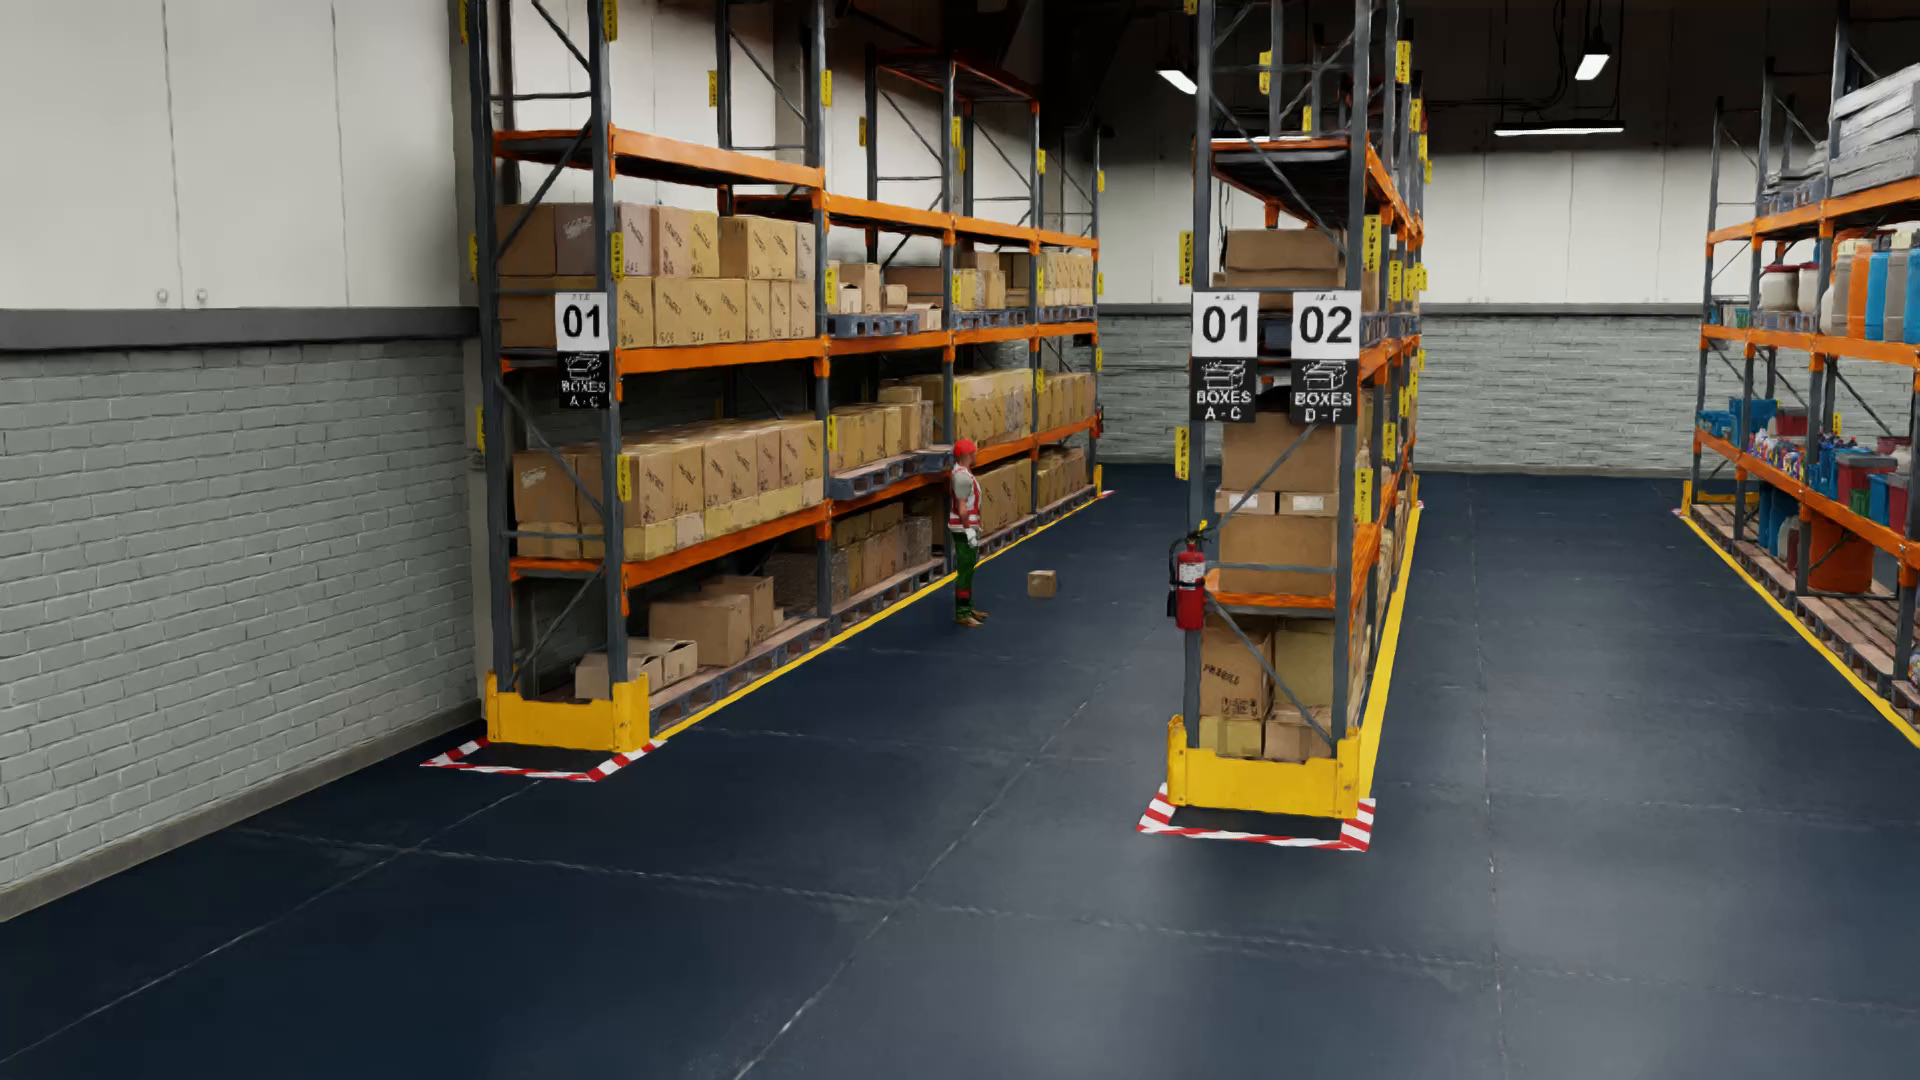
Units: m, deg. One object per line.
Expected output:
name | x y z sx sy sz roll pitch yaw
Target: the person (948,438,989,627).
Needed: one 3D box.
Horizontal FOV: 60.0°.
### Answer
person | 0.082 -0.081 16.297 0.405 1.832 0.594 0 8 -1
